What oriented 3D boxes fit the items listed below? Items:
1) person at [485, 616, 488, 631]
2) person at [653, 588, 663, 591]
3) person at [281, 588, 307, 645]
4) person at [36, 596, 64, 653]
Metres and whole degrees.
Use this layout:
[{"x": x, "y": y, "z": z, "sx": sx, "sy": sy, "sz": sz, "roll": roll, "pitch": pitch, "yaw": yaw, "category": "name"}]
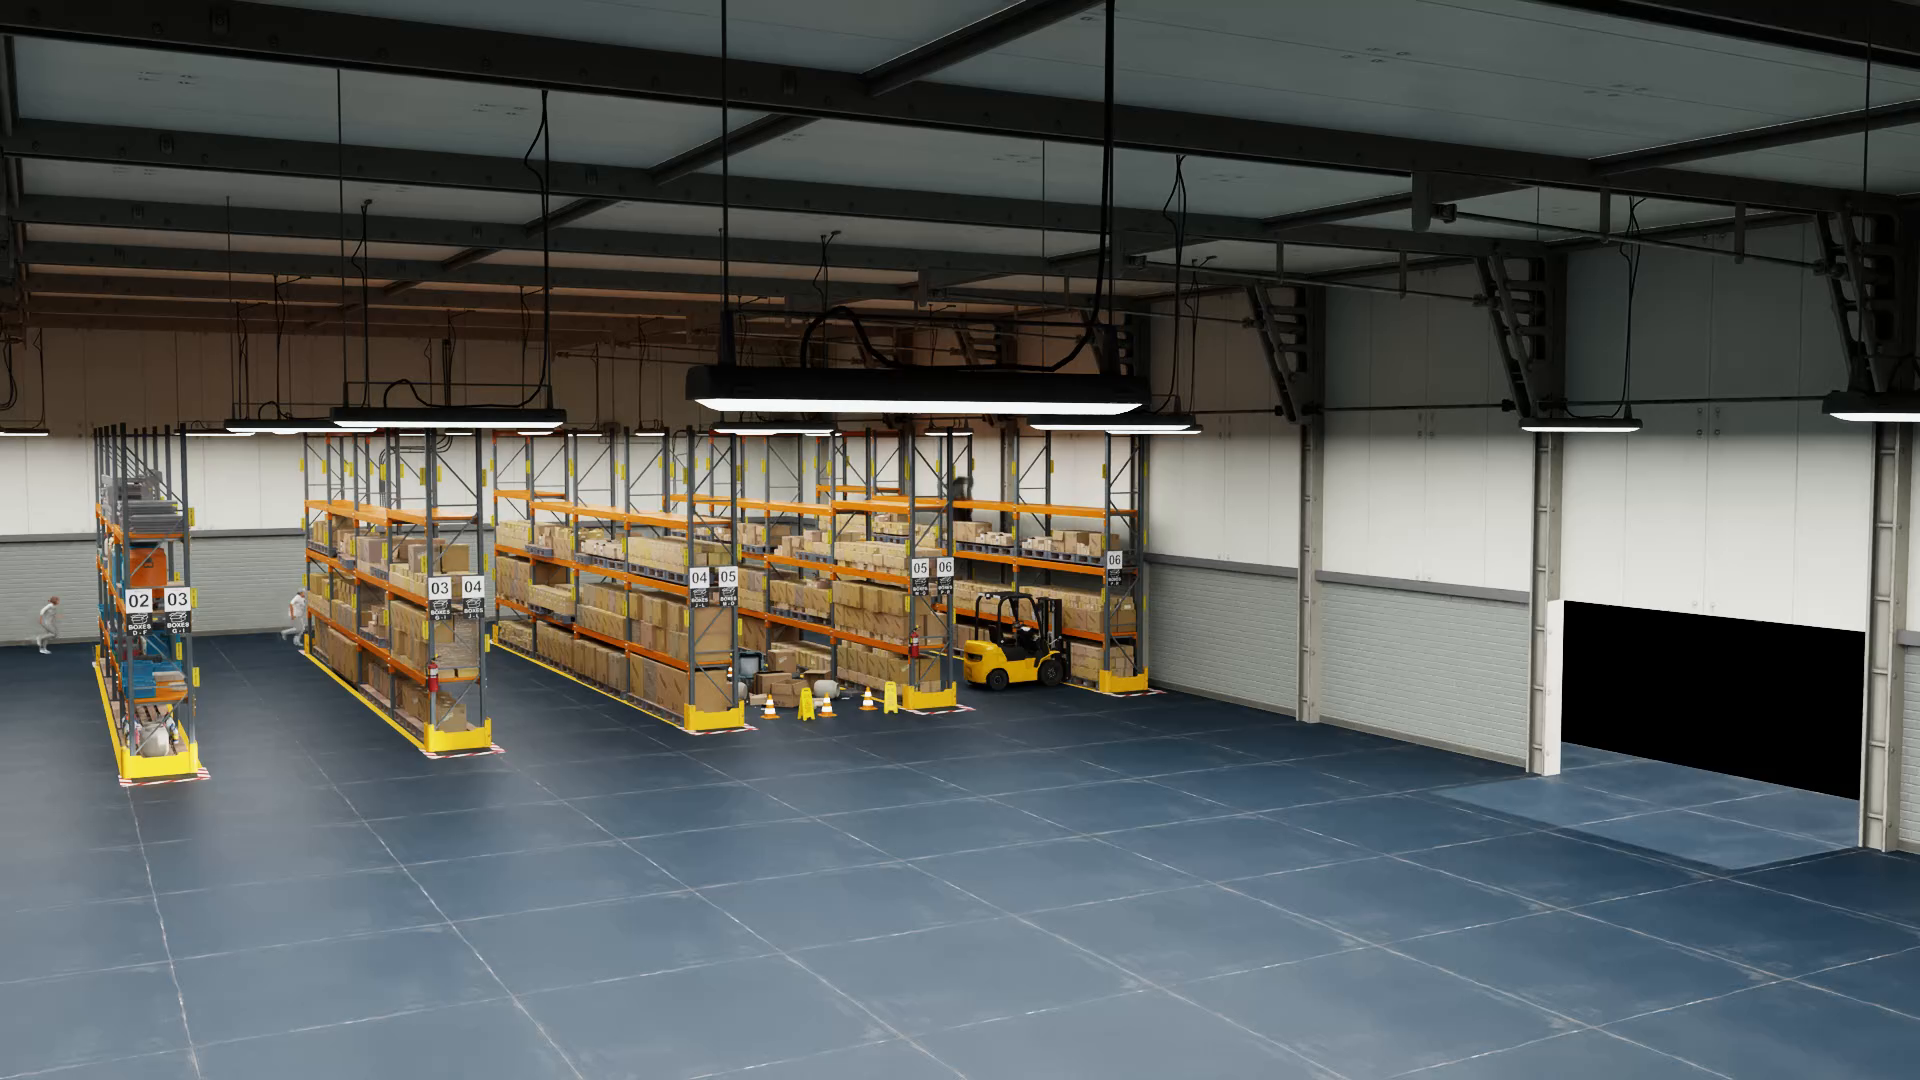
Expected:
[{"x": -12.174, "y": 2.370, "z": 41.829, "sx": 0.568, "sy": 1.699, "sz": 0.898, "roll": -2, "pitch": 4, "yaw": -24, "category": "person"}, {"x": -9.278, "y": 1.686, "z": 52.392, "sx": 0.696, "sy": 1.741, "sz": 0.939, "roll": 3, "pitch": 4, "yaw": 36, "category": "person"}, {"x": -18.510, "y": 2.136, "z": 46.287, "sx": 0.731, "sy": 1.608, "sz": 0.583, "roll": -1, "pitch": 4, "yaw": -12, "category": "person"}, {"x": -24.435, "y": 2.273, "z": 44.641, "sx": 0.660, "sy": 1.529, "sz": 0.527, "roll": -1, "pitch": 4, "yaw": -23, "category": "person"}]
